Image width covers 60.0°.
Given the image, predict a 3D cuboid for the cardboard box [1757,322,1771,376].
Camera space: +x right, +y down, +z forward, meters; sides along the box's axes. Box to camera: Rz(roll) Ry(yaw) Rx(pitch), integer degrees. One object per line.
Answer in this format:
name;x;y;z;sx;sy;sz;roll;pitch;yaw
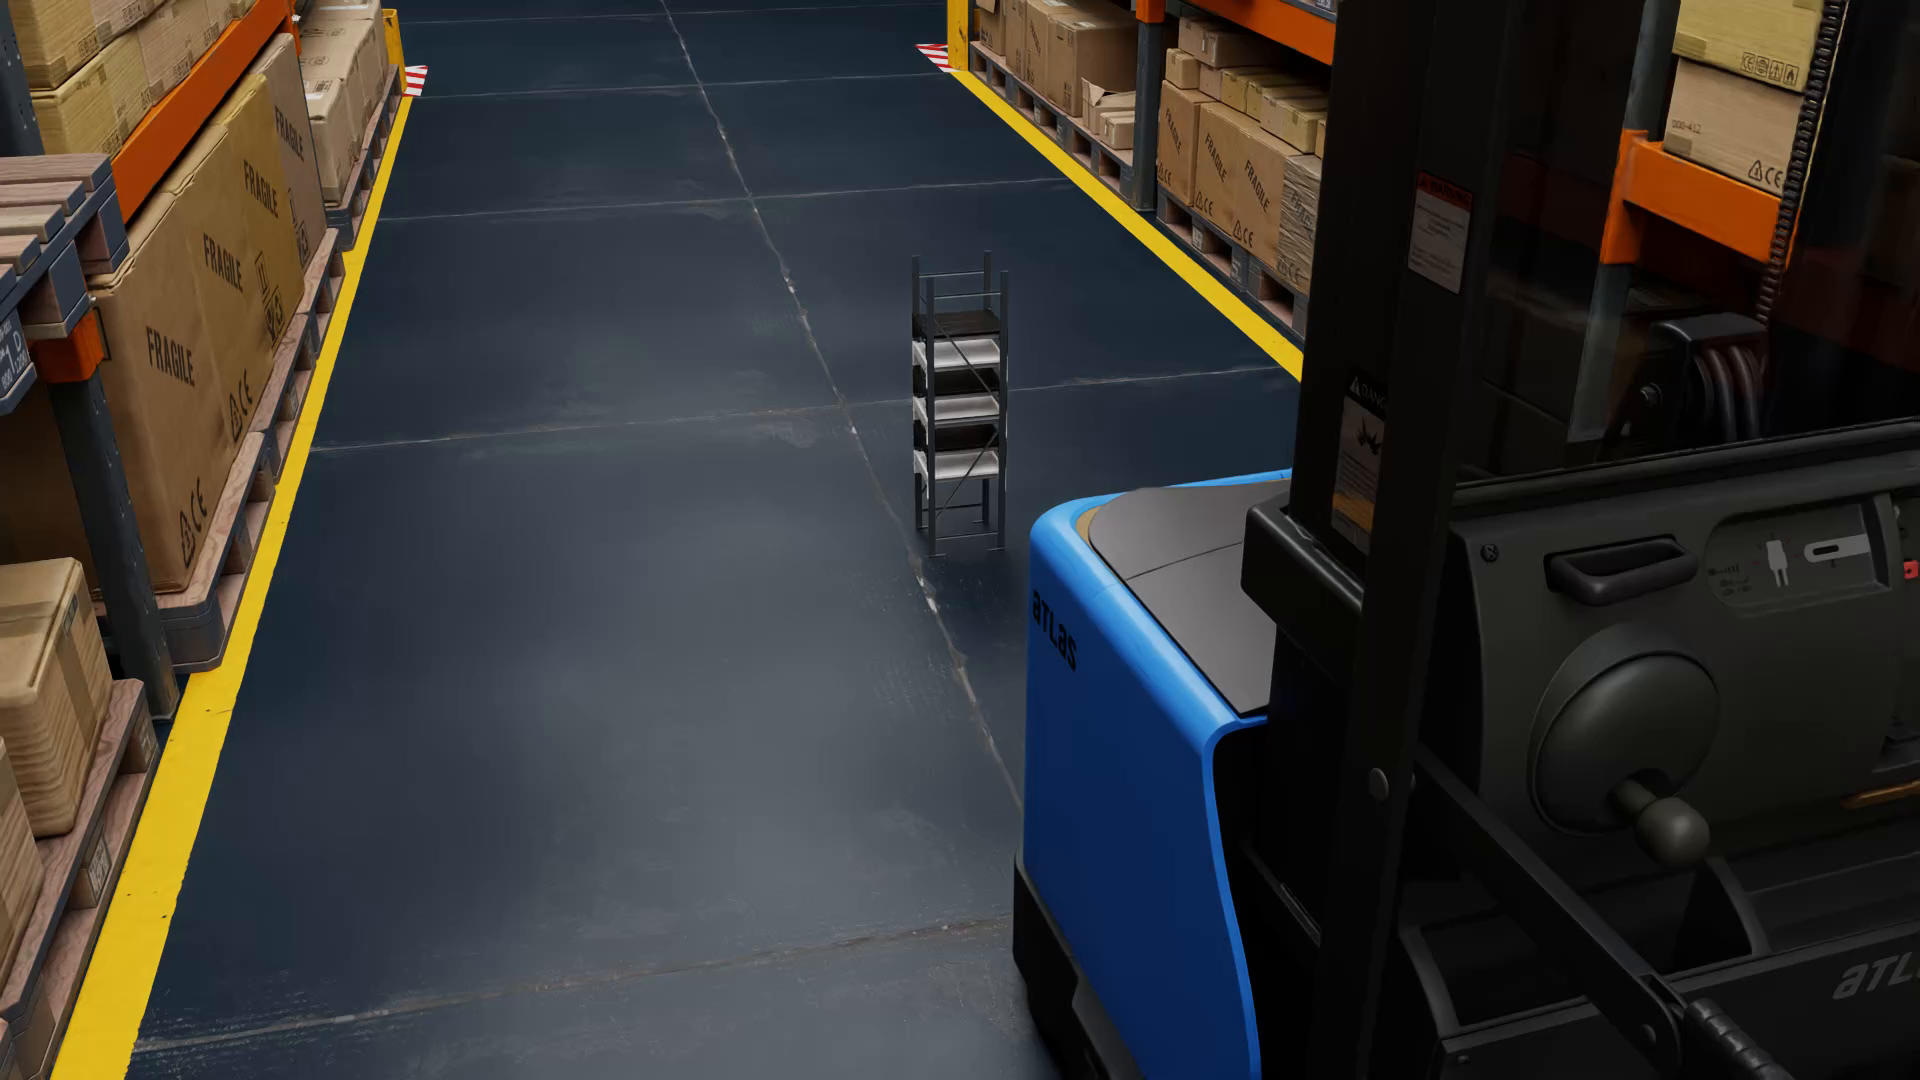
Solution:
cardboard box;2.419;-0.200;4.486;0.875;0.625;0.625;-5;27;-10

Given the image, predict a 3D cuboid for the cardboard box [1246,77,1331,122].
cardboard box;1.493;-1.936;7.345;0.380;0.149;0.250;-6;27;-12

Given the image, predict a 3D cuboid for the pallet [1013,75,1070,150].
pallet;0.958;-2.697;10.359;1.003;0.211;1.213;-6;27;-12

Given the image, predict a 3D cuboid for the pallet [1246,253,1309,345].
pallet;1.889;-0.969;6.935;1.003;0.211;1.213;-6;27;-12

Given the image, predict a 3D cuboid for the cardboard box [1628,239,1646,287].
cardboard box;1.934;-0.900;5.292;0.380;0.149;0.250;-7;28;-14

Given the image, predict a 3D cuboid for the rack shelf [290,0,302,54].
rack shelf;-3.896;-3.155;8.970;1.077;0.370;4.000;-6;27;-12

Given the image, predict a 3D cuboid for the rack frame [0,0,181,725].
rack frame;-2.544;-0.842;3.589;1.000;3.000;0.127;-6;27;-12

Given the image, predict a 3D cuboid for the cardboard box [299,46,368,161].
cardboard box;-3.684;-2.321;8.897;0.875;0.438;0.875;-7;28;-13

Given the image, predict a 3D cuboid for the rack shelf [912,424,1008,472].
rack shelf;-0.002;-0.295;5.110;0.258;0.077;0.200;-6;27;-12

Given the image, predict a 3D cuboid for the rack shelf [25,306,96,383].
rack shelf;-2.093;0.357;2.012;1.077;0.370;4.000;-6;27;-12

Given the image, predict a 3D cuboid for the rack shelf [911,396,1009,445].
rack shelf;-0.002;-0.376;5.069;0.258;0.077;0.200;-6;27;-12

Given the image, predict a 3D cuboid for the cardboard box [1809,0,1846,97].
cardboard box;2.265;-1.064;3.641;0.500;0.250;0.500;-5;27;-10

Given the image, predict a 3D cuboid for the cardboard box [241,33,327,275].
cardboard box;-3.227;-1.573;6.929;0.875;0.875;0.875;-5;27;-10

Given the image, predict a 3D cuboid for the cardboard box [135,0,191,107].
cardboard box;-2.654;-1.470;5.000;0.500;0.250;0.500;-5;27;-10

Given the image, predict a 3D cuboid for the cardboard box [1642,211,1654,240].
cardboard box;2.444;-1.089;5.666;0.380;0.149;0.250;-5;27;-10

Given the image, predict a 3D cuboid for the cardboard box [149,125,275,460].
cardboard box;-2.815;-0.785;5.367;0.875;0.875;0.875;-6;27;-11

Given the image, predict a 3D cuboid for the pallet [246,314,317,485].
pallet;-2.919;-0.485;5.977;1.003;0.211;1.213;-6;27;-12

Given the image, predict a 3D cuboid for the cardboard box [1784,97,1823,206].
cardboard box;2.262;-0.840;3.751;0.500;0.250;0.500;-7;28;-13

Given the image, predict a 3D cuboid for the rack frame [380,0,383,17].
rack frame;-4.346;-4.354;10.547;1.000;3.000;0.127;-6;27;-12

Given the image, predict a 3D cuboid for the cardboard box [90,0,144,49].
cardboard box;-2.533;-1.473;4.451;0.500;0.250;0.500;-5;27;-10

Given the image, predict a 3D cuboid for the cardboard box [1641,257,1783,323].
cardboard box;2.470;-0.633;5.483;0.500;0.500;0.500;-5;27;-10

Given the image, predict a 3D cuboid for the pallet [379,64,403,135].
pallet;-4.090;-2.766;10.496;1.003;0.211;1.213;-6;27;-12

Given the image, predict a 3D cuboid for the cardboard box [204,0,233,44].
cardboard box;-2.889;-1.913;5.877;0.500;0.250;0.500;-7;28;-13

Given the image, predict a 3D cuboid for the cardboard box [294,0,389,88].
cardboard box;-4.100;-3.118;10.476;0.875;0.438;0.875;-7;28;-13

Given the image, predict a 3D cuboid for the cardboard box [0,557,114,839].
cardboard box;-2.426;0.393;3.593;0.950;0.372;0.625;-8;28;-15

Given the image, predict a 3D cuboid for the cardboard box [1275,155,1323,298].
cardboard box;1.629;-1.259;6.724;0.500;0.500;0.500;-7;28;-13

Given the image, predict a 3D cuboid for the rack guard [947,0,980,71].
rack guard;0.506;-3.710;12.046;1.175;0.500;0.348;-6;27;-12

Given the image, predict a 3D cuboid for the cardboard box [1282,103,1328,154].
cardboard box;1.567;-1.713;6.904;0.380;0.149;0.250;-5;27;-10

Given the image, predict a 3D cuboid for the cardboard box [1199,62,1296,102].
cardboard box;1.350;-2.167;7.802;0.380;0.149;0.250;-7;28;-13

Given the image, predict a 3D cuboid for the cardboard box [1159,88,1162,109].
cardboard box;1.374;-2.523;9.617;0.380;0.149;0.250;-6;27;-12

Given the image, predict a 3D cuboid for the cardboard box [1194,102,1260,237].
cardboard box;1.410;-1.707;7.612;0.500;0.500;0.500;-6;27;-12

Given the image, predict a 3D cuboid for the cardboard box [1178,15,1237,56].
cardboard box;1.271;-2.419;7.972;0.380;0.149;0.250;-6;27;-12

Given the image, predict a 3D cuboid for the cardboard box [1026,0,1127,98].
cardboard box;0.711;-3.032;10.236;0.500;0.500;0.500;-5;27;-11

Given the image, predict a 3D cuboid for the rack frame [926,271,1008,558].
rack frame;0.021;-0.361;4.966;0.240;0.900;0.006;-6;27;-12

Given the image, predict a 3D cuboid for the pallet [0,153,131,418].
pallet;-2.279;-0.454;3.034;1.213;0.211;1.003;-6;27;-12

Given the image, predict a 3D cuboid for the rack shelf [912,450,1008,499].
rack shelf;-0.002;-0.215;5.150;0.258;0.077;0.200;-6;27;-12

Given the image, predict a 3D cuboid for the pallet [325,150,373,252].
pallet;-3.540;-1.695;8.374;1.003;0.211;1.213;-6;27;-12

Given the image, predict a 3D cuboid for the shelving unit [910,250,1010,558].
shelving unit;-0.002;-0.405;5.054;0.258;0.900;0.210;-6;27;-12

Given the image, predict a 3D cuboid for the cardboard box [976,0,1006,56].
cardboard box;0.534;-3.655;11.466;0.797;0.503;0.637;-7;28;-14

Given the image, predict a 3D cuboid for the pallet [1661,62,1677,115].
pallet;2.070;-1.552;5.210;1.213;0.211;1.003;-6;27;-12

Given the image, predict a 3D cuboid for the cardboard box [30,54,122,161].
cardboard box;-2.409;-1.015;4.099;0.500;0.250;0.500;-6;27;-12

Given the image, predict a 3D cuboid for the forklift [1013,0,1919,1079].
forklift;1.046;0.148;1.704;1.130;2.935;3.031;-8;28;-16

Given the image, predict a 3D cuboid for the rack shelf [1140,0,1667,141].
rack shelf;1.841;-1.905;6.493;1.077;0.370;4.000;-6;27;-12

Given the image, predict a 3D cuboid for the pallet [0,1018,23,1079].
pallet;-2.097;1.281;2.479;1.003;0.211;1.213;-6;27;-12

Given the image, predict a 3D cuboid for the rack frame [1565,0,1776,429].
rack frame;2.292;-1.348;4.591;1.000;3.000;0.127;-6;27;-12

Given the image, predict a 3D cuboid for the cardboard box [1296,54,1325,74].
cardboard box;1.819;-2.218;7.903;0.380;0.149;0.250;-6;27;-12

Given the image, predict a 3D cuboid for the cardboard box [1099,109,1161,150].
cardboard box;0.978;-2.233;9.043;0.380;0.149;0.250;-7;28;-13
